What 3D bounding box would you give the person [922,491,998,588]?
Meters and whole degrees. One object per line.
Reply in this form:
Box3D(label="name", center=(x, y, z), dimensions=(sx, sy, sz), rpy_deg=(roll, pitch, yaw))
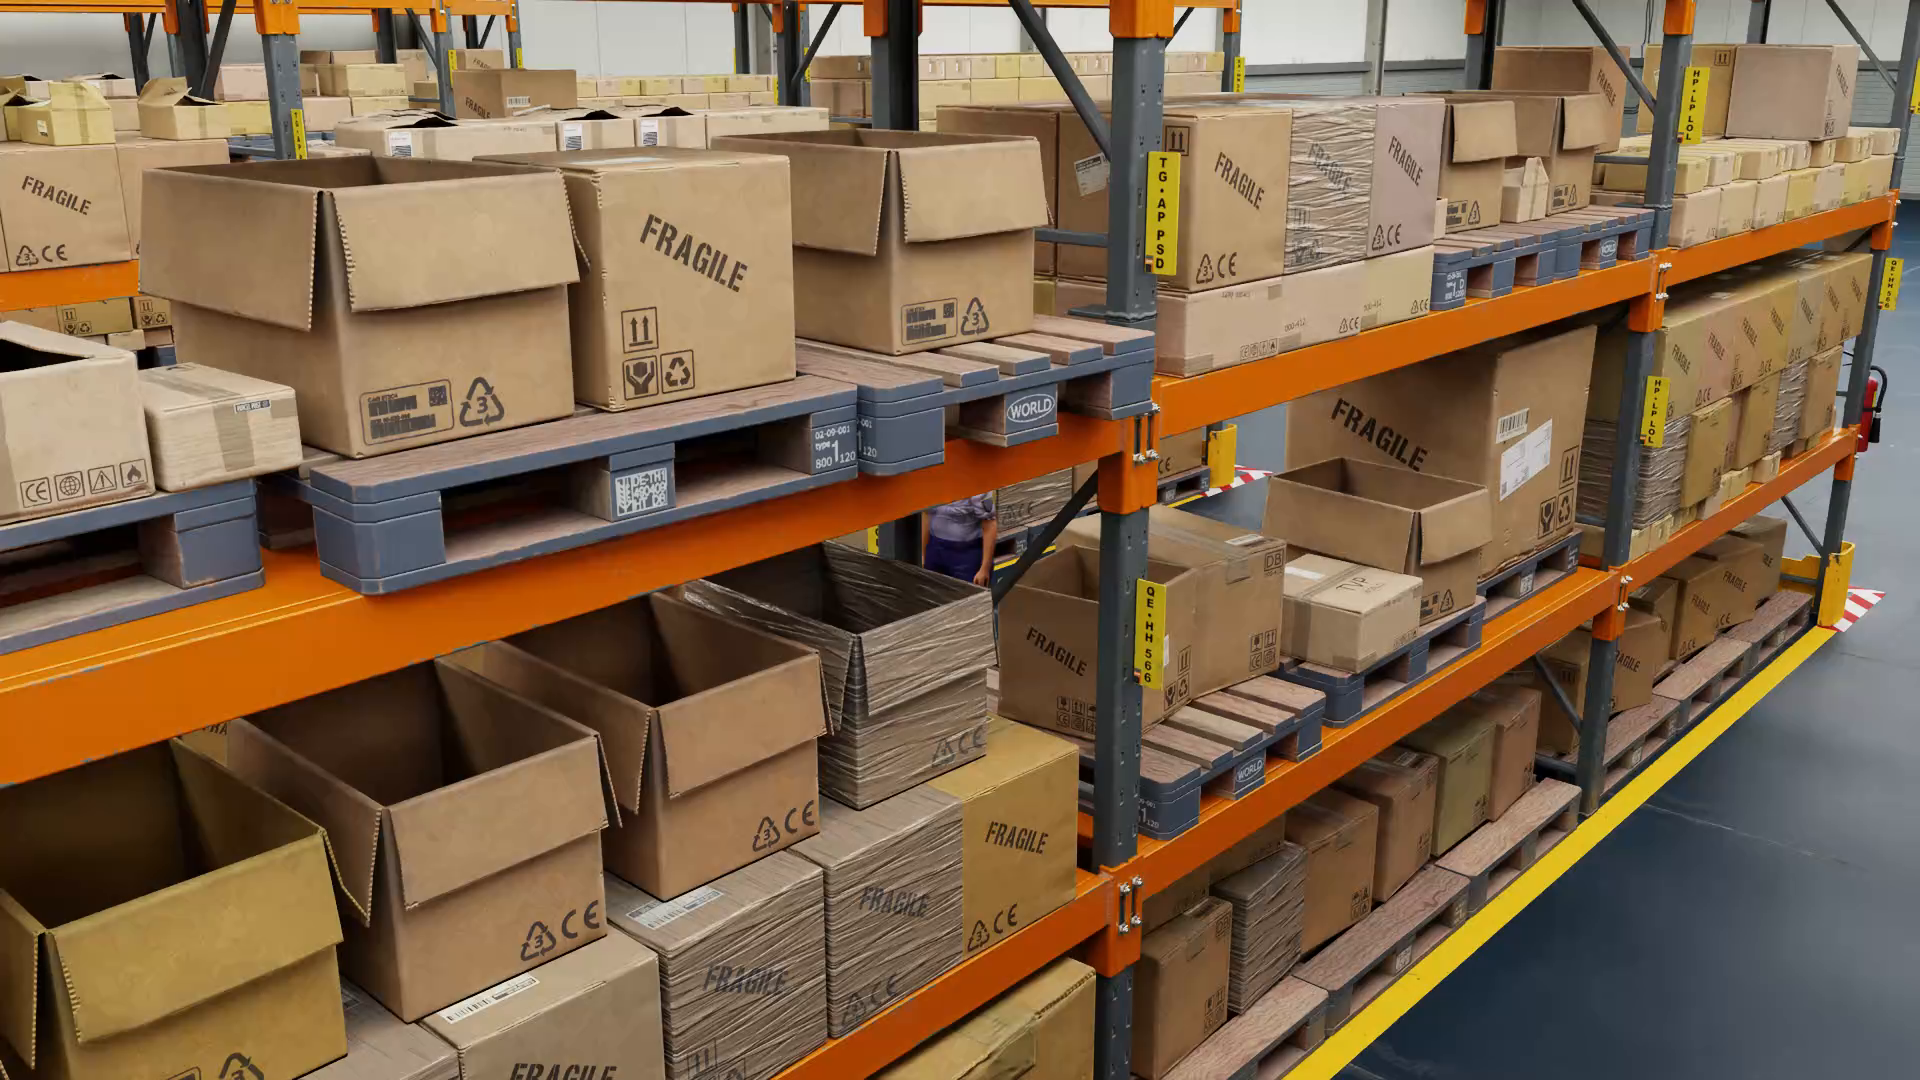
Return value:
Box3D(label="person", center=(-0.030, 0.133, 9.624), dimensions=(0.558, 1.652, 0.363), rpy_deg=(14, 22, 38))
